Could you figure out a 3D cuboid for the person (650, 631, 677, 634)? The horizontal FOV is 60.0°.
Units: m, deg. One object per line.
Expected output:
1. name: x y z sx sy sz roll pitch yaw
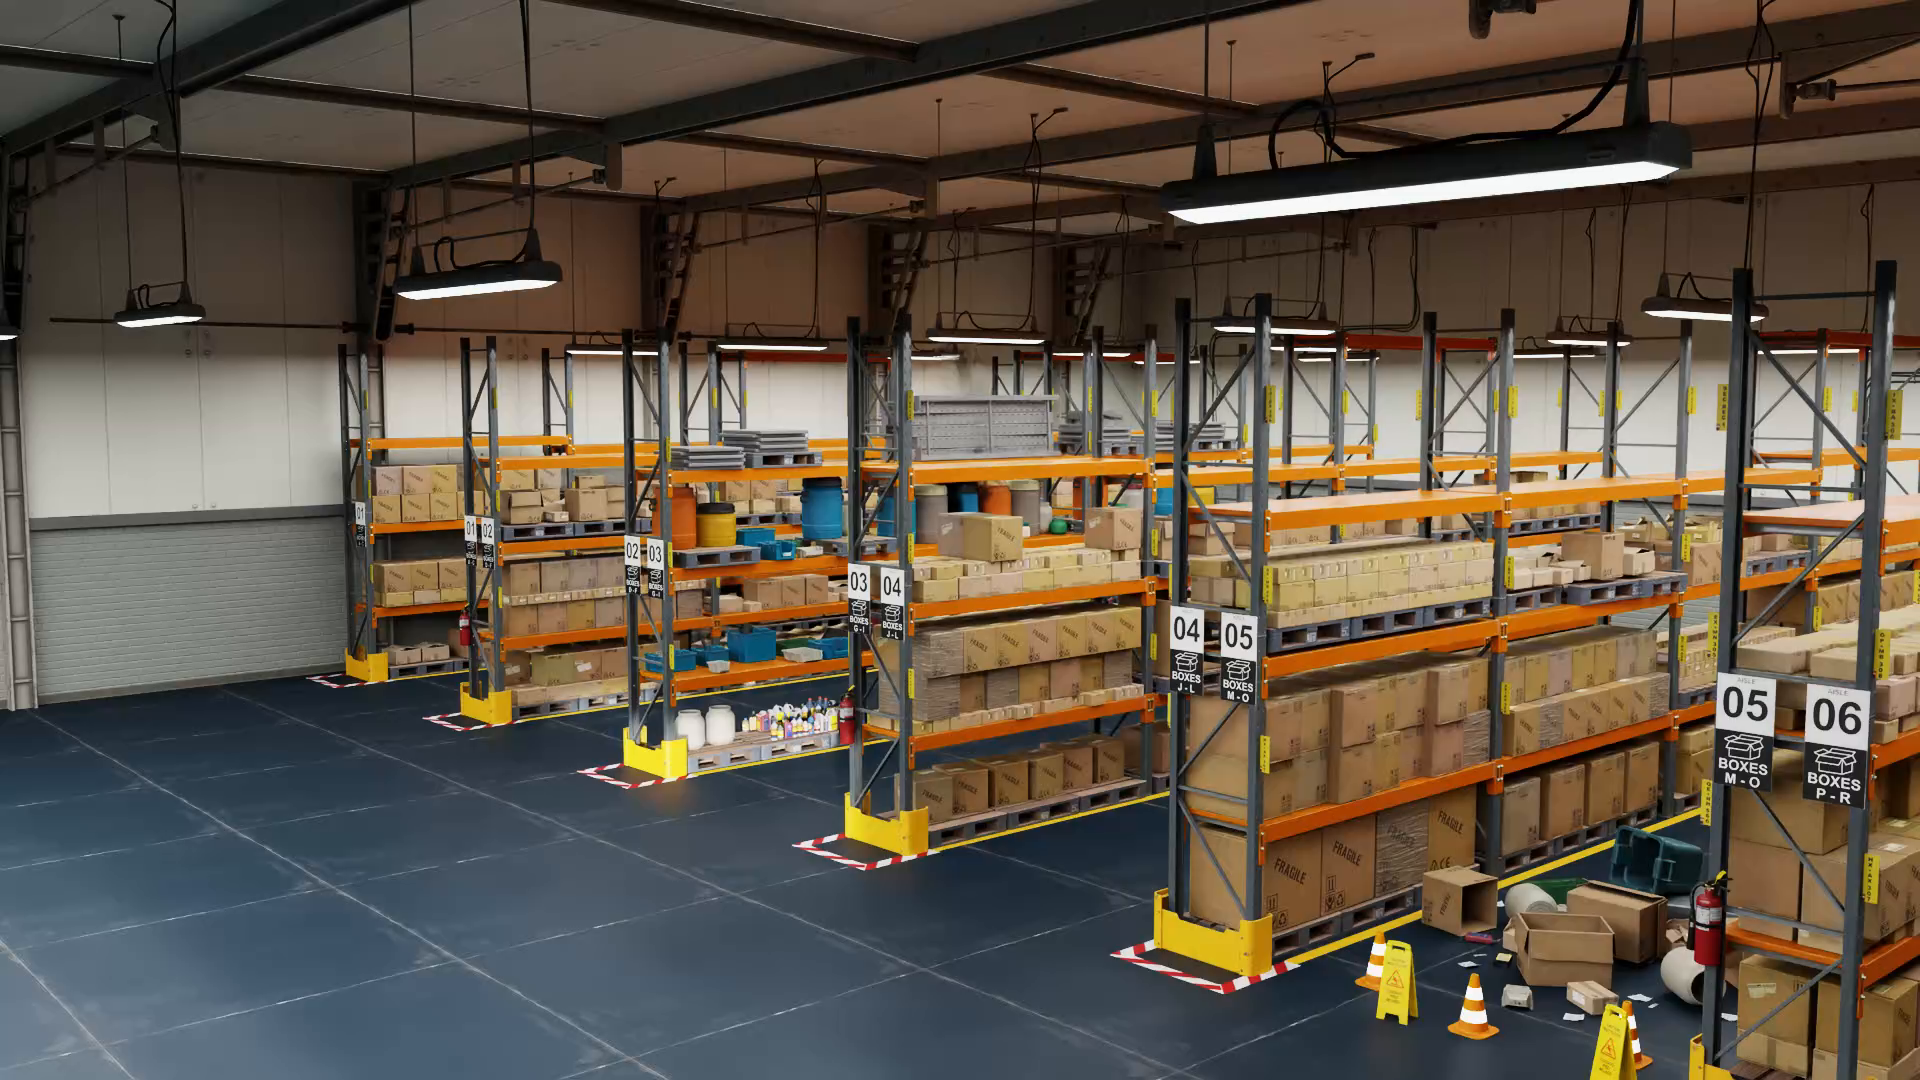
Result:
1. person: -5.491 1.488 31.248 0.733 1.826 1.025 5 7 42
